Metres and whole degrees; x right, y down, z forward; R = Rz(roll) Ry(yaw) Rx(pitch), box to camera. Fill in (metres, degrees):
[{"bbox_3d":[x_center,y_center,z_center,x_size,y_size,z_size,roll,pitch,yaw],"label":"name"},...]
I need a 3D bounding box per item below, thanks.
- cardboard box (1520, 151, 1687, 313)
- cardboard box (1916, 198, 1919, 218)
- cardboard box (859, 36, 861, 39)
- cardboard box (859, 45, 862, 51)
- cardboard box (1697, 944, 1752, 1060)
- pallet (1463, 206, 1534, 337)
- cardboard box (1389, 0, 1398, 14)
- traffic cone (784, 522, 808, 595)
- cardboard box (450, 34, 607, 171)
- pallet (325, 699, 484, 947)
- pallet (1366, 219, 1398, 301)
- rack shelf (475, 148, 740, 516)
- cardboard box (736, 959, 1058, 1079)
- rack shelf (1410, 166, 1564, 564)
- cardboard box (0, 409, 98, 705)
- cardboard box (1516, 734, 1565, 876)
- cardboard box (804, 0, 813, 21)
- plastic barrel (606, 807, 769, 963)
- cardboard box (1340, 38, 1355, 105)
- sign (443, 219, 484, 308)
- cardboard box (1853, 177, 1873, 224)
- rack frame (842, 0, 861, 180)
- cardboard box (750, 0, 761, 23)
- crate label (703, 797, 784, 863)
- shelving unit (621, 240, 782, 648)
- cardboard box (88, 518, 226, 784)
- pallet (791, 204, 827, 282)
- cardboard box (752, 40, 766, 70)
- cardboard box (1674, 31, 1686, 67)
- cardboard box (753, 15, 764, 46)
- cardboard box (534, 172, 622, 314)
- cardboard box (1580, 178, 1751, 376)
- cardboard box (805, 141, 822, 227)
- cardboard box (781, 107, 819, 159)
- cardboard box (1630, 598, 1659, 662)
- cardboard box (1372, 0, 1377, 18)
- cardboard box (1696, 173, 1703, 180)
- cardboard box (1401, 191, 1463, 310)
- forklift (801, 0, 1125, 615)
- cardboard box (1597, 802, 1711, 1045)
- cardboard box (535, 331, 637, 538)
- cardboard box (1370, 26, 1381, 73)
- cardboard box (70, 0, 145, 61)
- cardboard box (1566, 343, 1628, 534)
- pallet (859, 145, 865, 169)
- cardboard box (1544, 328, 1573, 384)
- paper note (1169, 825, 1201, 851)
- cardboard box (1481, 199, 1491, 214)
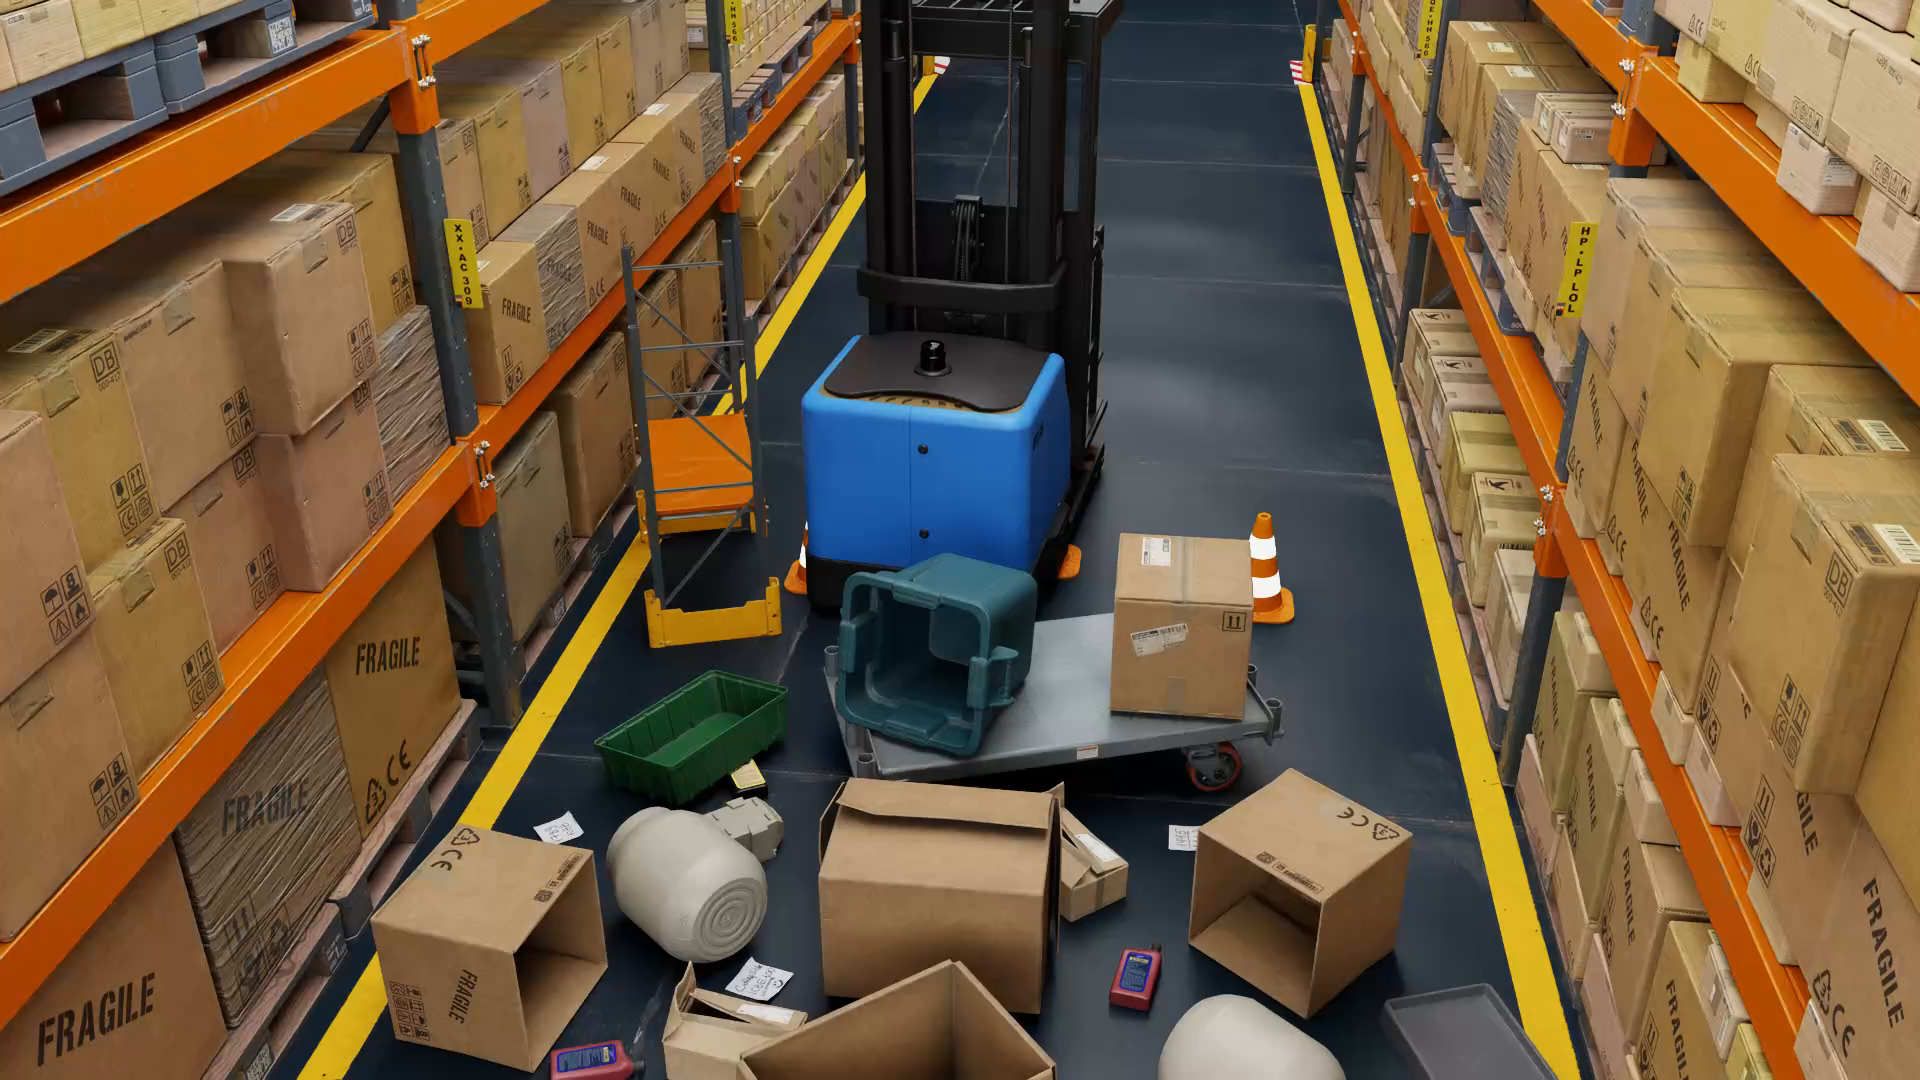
[{"bbox_3d":[2.498,-1.181,6.417,0.500,0.500,0.500,4,29,6],"label":"cardboard box"},{"bbox_3d":[2.036,-0.597,2.877,0.500,0.250,0.500,4,29,8],"label":"cardboard box"},{"bbox_3d":[-1.164,-5.074,16.755,0.380,0.149,0.250,5,29,8],"label":"cardboard box"},{"bbox_3d":[-0.871,-4.438,15.261,0.380,0.149,0.250,3,29,6],"label":"cardboard box"},{"bbox_3d":[2.005,1.125,3.980,0.380,0.149,0.250,5,29,8],"label":"cardboard box"},{"bbox_3d":[2.898,-1.221,7.555,1.003,0.211,1.213,3,28,6],"label":"pallet"},{"bbox_3d":[3.095,-3.695,10.787,0.500,0.500,0.500,3,28,5],"label":"cardboard box"},{"bbox_3d":[-0.653,-0.023,7.805,0.336,0.463,0.334,3,28,6],"label":"traffic cone"},{"bbox_3d":[-2.074,-2.033,7.700,0.700,0.500,0.500,3,28,6],"label":"cardboard box"},{"bbox_3d":[-2.486,0.984,6.200,1.003,0.211,1.213,3,28,6],"label":"pallet"},{"bbox_3d":[3.423,-1.951,11.649,1.003,0.211,1.213,3,28,6],"label":"pallet"},{"bbox_3d":[-2.071,-1.221,8.113,1.077,0.370,4.000,3,28,6],"label":"rack shelf"},{"bbox_3d":[-0.178,1.651,4.654,0.797,0.503,0.637,-17,33,-29],"label":"cardboard box"},{"bbox_3d":[2.855,-0.981,7.667,1.077,0.370,4.000,3,28,6],"label":"rack shelf"},{"bbox_3d":[-2.543,0.053,3.693,0.875,0.550,0.550,3,28,6],"label":"cardboard box"},{"bbox_3d":[2.269,0.931,5.815,0.500,0.250,0.500,2,28,4],"label":"cardboard box"},{"bbox_3d":[-1.282,-3.881,12.113,0.380,0.149,0.250,2,28,4],"label":"cardboard box"},{"bbox_3d":[-0.932,1.161,5.649,0.421,0.421,0.512,-24,36,-37],"label":"plastic barrel"},{"bbox_3d":[3.994,-4.314,15.354,0.875,0.438,0.875,4,29,8],"label":"cardboard box"},{"bbox_3d":[-1.765,-0.981,5.912,0.100,0.325,0.005,3,28,6],"label":"sign"},{"bbox_3d":[2.138,-0.707,3.502,0.380,0.149,0.250,4,29,7],"label":"cardboard box"},{"bbox_3d":[-1.335,-4.362,13.185,1.000,3.000,0.127,3,28,6],"label":"rack frame"},{"bbox_3d":[-1.479,-3.388,10.572,0.380,0.149,0.250,2,28,4],"label":"cardboard box"},{"bbox_3d":[-0.807,1.072,6.117,0.298,0.136,0.250,-17,33,-29],"label":"crate label"},{"bbox_3d":[-1.195,-0.460,7.522,0.587,1.500,1.083,-6,29,-10],"label":"shelving unit"},{"bbox_3d":[-2.542,0.275,4.419,0.875,0.550,0.500,3,28,6],"label":"cardboard box"},{"bbox_3d":[-1.576,-2.192,12.097,1.003,0.211,1.213,3,28,6],"label":"pallet"},{"bbox_3d":[-1.473,-3.133,10.725,0.380,0.149,0.250,5,29,9],"label":"cardboard box"},{"bbox_3d":[2.325,-1.433,4.849,0.380,0.149,0.250,3,28,5],"label":"cardboard box"},{"bbox_3d":[-1.476,-3.273,10.671,0.380,0.149,0.250,3,29,6],"label":"cardboard box"},{"bbox_3d":[-1.859,-1.345,7.479,0.500,0.500,0.500,3,28,6],"label":"cardboard box"},{"bbox_3d":[2.340,-0.777,5.057,0.700,0.500,0.500,3,28,6],"label":"cardboard box"},{"bbox_3d":[-1.306,-2.601,12.108,0.500,0.500,0.500,3,28,5],"label":"cardboard box"},{"bbox_3d":[-1.303,-2.921,11.911,0.500,0.250,0.500,2,28,4],"label":"cardboard box"},{"bbox_3d":[2.206,0.247,4.894,0.380,0.149,0.250,4,29,8],"label":"cardboard box"},{"bbox_3d":[3.220,-3.838,11.843,0.500,0.250,0.500,4,29,7],"label":"cardboard box"},{"bbox_3d":[3.012,-1.156,6.372,0.500,0.500,0.500,3,29,6],"label":"cardboard box"},{"bbox_3d":[3.267,-1.809,10.243,0.875,0.875,0.875,3,28,6],"label":"cardboard box"},{"bbox_3d":[0.152,-1.578,8.089,1.130,2.935,3.031,7,29,12],"label":"forklift"},{"bbox_3d":[2.150,1.098,4.715,0.500,0.500,0.500,5,29,9],"label":"cardboard box"},{"bbox_3d":[-2.207,-0.542,8.023,1.050,0.750,0.750,3,28,6],"label":"cardboard box"},{"bbox_3d":[3.133,-3.380,11.520,0.500,0.250,0.500,3,28,6],"label":"cardboard box"},{"bbox_3d":[-2.197,-1.246,3.954,0.380,0.149,0.250,3,28,6],"label":"cardboard box"},{"bbox_3d":[2.279,-0.341,5.300,0.500,0.500,0.500,3,28,6],"label":"cardboard box"},{"bbox_3d":[-1.288,-3.453,14.437,1.003,0.211,1.213,3,28,6],"label":"pallet"},{"bbox_3d":[2.399,-0.689,6.188,0.380,0.149,0.250,4,29,7],"label":"cardboard box"},{"bbox_3d":[0.851,1.101,6.174,0.148,0.019,0.142,3,28,6],"label":"paper note"},{"bbox_3d":[2.722,-1.668,8.005,0.380,0.149,0.250,5,29,9],"label":"cardboard box"}]
